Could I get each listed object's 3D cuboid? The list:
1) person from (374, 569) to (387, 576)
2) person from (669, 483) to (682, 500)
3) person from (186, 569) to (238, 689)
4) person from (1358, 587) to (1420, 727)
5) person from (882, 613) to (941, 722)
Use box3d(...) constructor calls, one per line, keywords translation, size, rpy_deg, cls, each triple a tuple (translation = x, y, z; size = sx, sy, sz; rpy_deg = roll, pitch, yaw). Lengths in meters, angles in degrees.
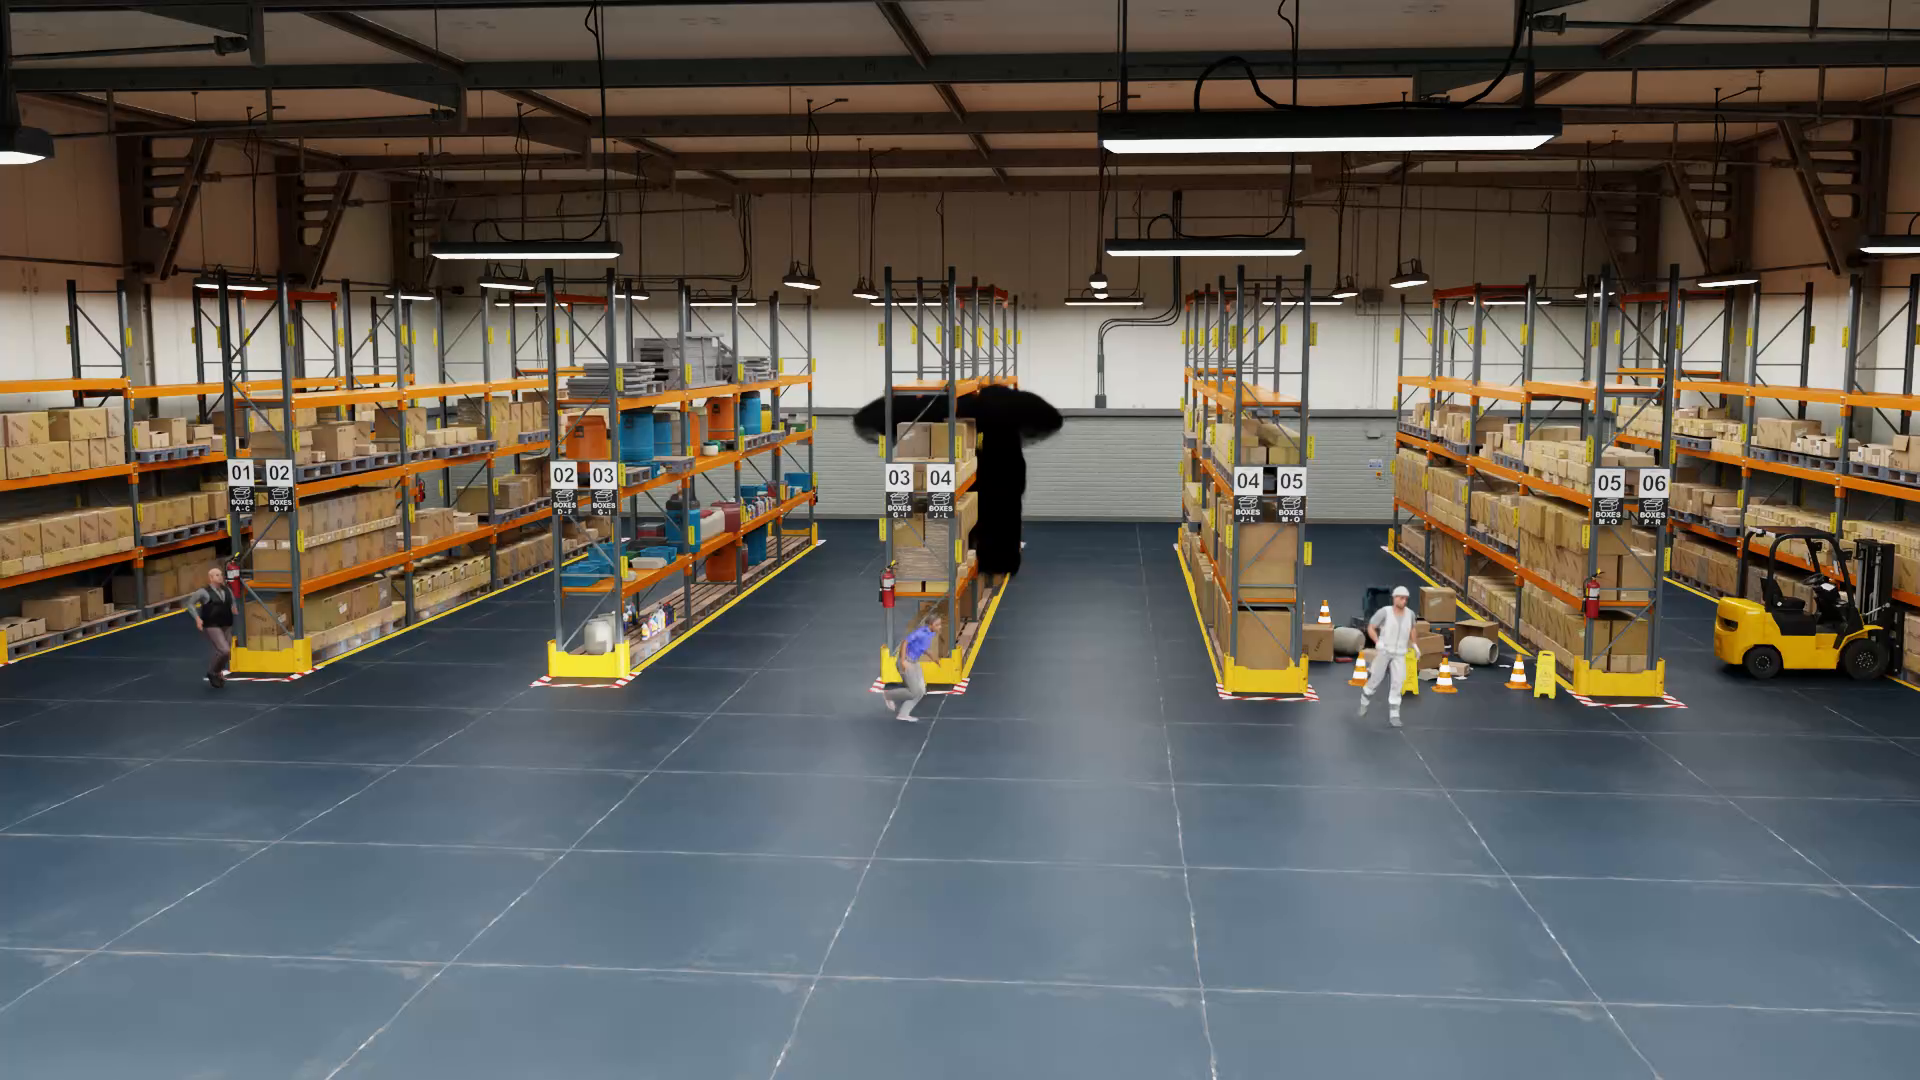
box3d(translation=(-11.956, 0.060, 34.164), size=(0.499, 1.597, 0.825), rpy_deg=(0, 7, 4), cls="person")
box3d(translation=(-6.341, -0.456, 37.967), size=(0.692, 1.724, 0.674), rpy_deg=(1, 7, 7), cls="person")
box3d(translation=(-10.617, 1.268, 23.815), size=(0.695, 1.712, 0.646), rpy_deg=(4, 8, 27), cls="person")
box3d(translation=(5.620, 1.471, 21.510), size=(0.706, 1.767, 0.960), rpy_deg=(-1, 7, -7), cls="person")
box3d(translation=(-0.636, 1.666, 21.677), size=(0.831, 1.465, 0.589), rpy_deg=(3, 7, 21), cls="person")
